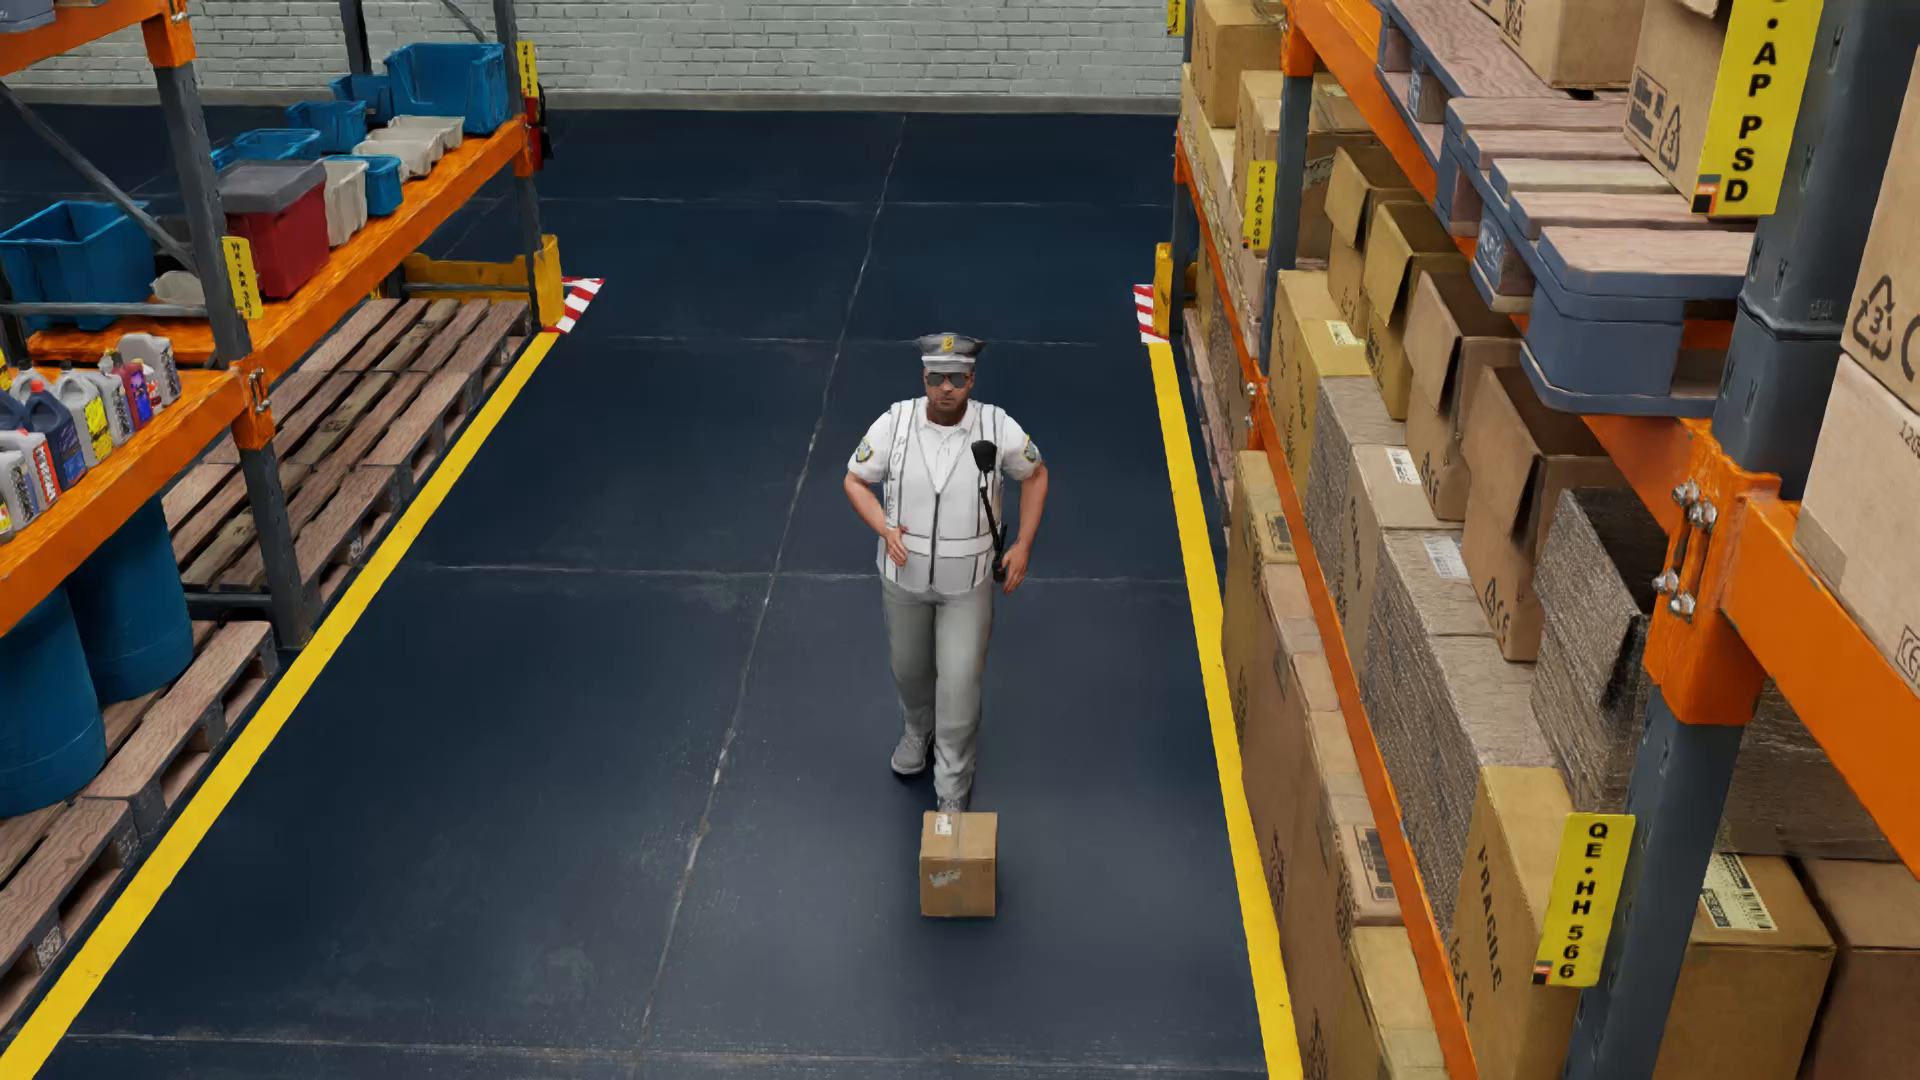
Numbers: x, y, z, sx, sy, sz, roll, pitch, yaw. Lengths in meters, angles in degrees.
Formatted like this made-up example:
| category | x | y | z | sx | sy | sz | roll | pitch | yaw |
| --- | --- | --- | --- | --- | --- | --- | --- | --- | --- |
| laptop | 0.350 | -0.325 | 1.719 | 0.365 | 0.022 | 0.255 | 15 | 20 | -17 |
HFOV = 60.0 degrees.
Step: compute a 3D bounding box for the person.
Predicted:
| category | x | y | z | sx | sy | sz | roll | pitch | yaw |
| --- | --- | --- | --- | --- | --- | --- | --- | --- | --- |
| person | -0.076 | 0.160 | 5.781 | 0.710 | 1.781 | 0.750 | 3 | 28 | 6 |
